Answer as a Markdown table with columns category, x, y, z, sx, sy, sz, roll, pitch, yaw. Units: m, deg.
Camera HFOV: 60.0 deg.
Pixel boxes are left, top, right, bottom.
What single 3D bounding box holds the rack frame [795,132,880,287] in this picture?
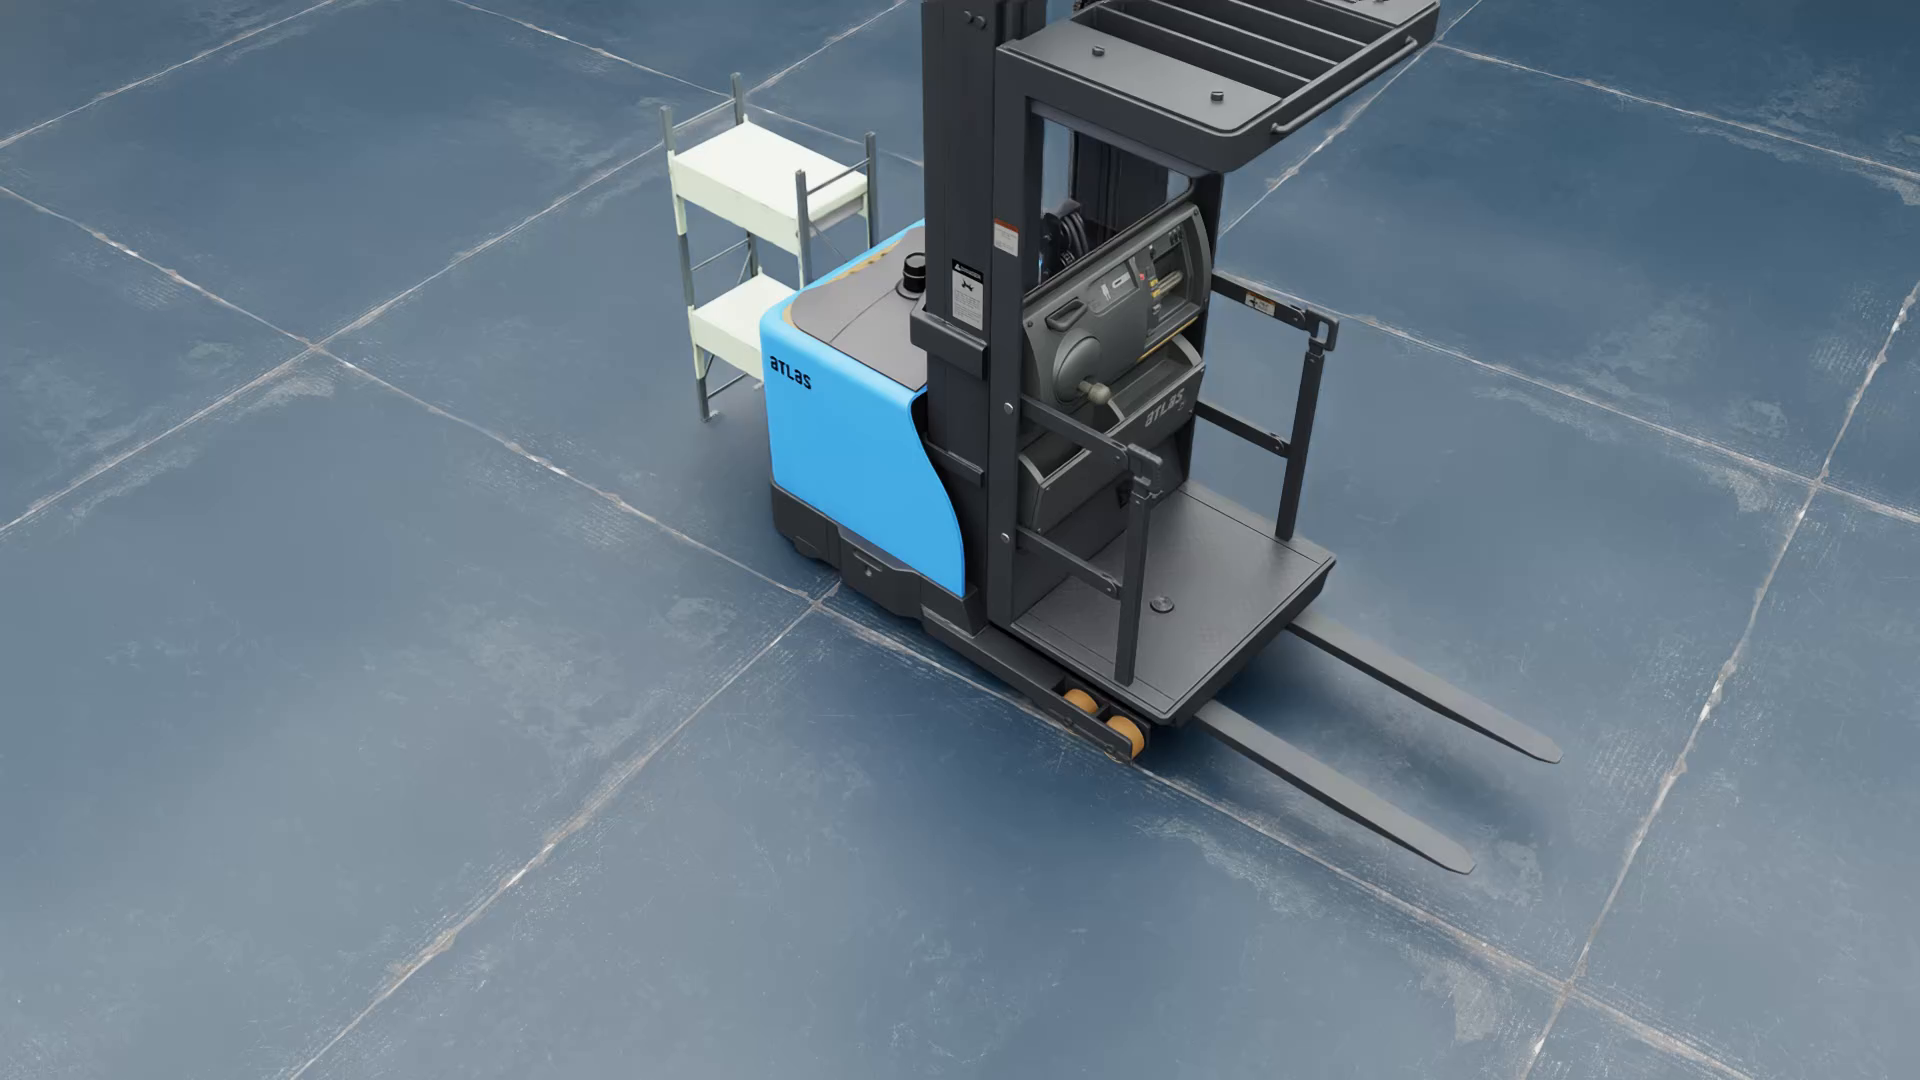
| category | x | y | z | sx | sy | sz | roll | pitch | yaw |
| --- | --- | --- | --- | --- | --- | --- | --- | --- | --- |
| rack frame | -0.455 | -0.860 | 6.586 | 0.023 | 1.500 | 0.400 | 30 | 50 | 30 |

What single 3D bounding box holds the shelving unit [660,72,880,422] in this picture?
| category | x | y | z | sx | sy | sz | roll | pitch | yaw |
| --- | --- | --- | --- | --- | --- | --- | --- | --- | --- |
| shelving unit | -0.729 | -1.021 | 6.767 | 0.755 | 1.500 | 0.431 | 30 | 50 | 30 |

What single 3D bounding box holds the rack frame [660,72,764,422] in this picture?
| category | x | y | z | sx | sy | sz | roll | pitch | yaw |
| --- | --- | --- | --- | --- | --- | --- | --- | --- | --- |
| rack frame | -1.004 | -1.183 | 6.947 | 0.023 | 1.500 | 0.400 | 30 | 50 | 30 |

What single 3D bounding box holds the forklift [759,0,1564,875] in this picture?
| category | x | y | z | sx | sy | sz | roll | pitch | yaw |
| --- | --- | --- | --- | --- | --- | --- | --- | --- | --- |
| forklift | 0.685 | -0.706 | 5.341 | 3.031 | 2.935 | 1.130 | 30 | 50 | 30 |

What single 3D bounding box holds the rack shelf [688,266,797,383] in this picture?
| category | x | y | z | sx | sy | sz | roll | pitch | yaw |
| --- | --- | --- | --- | --- | --- | --- | --- | --- | --- |
| rack shelf | -0.729 | -0.778 | 6.984 | 0.720 | 0.370 | 0.431 | 30 | 50 | 30 |

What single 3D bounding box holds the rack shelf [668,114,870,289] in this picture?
| category | x | y | z | sx | sy | sz | roll | pitch | yaw |
| --- | --- | --- | --- | --- | --- | --- | --- | --- | --- |
| rack shelf | -0.729 | -1.312 | 6.507 | 0.720 | 0.370 | 0.431 | 30 | 50 | 30 |
